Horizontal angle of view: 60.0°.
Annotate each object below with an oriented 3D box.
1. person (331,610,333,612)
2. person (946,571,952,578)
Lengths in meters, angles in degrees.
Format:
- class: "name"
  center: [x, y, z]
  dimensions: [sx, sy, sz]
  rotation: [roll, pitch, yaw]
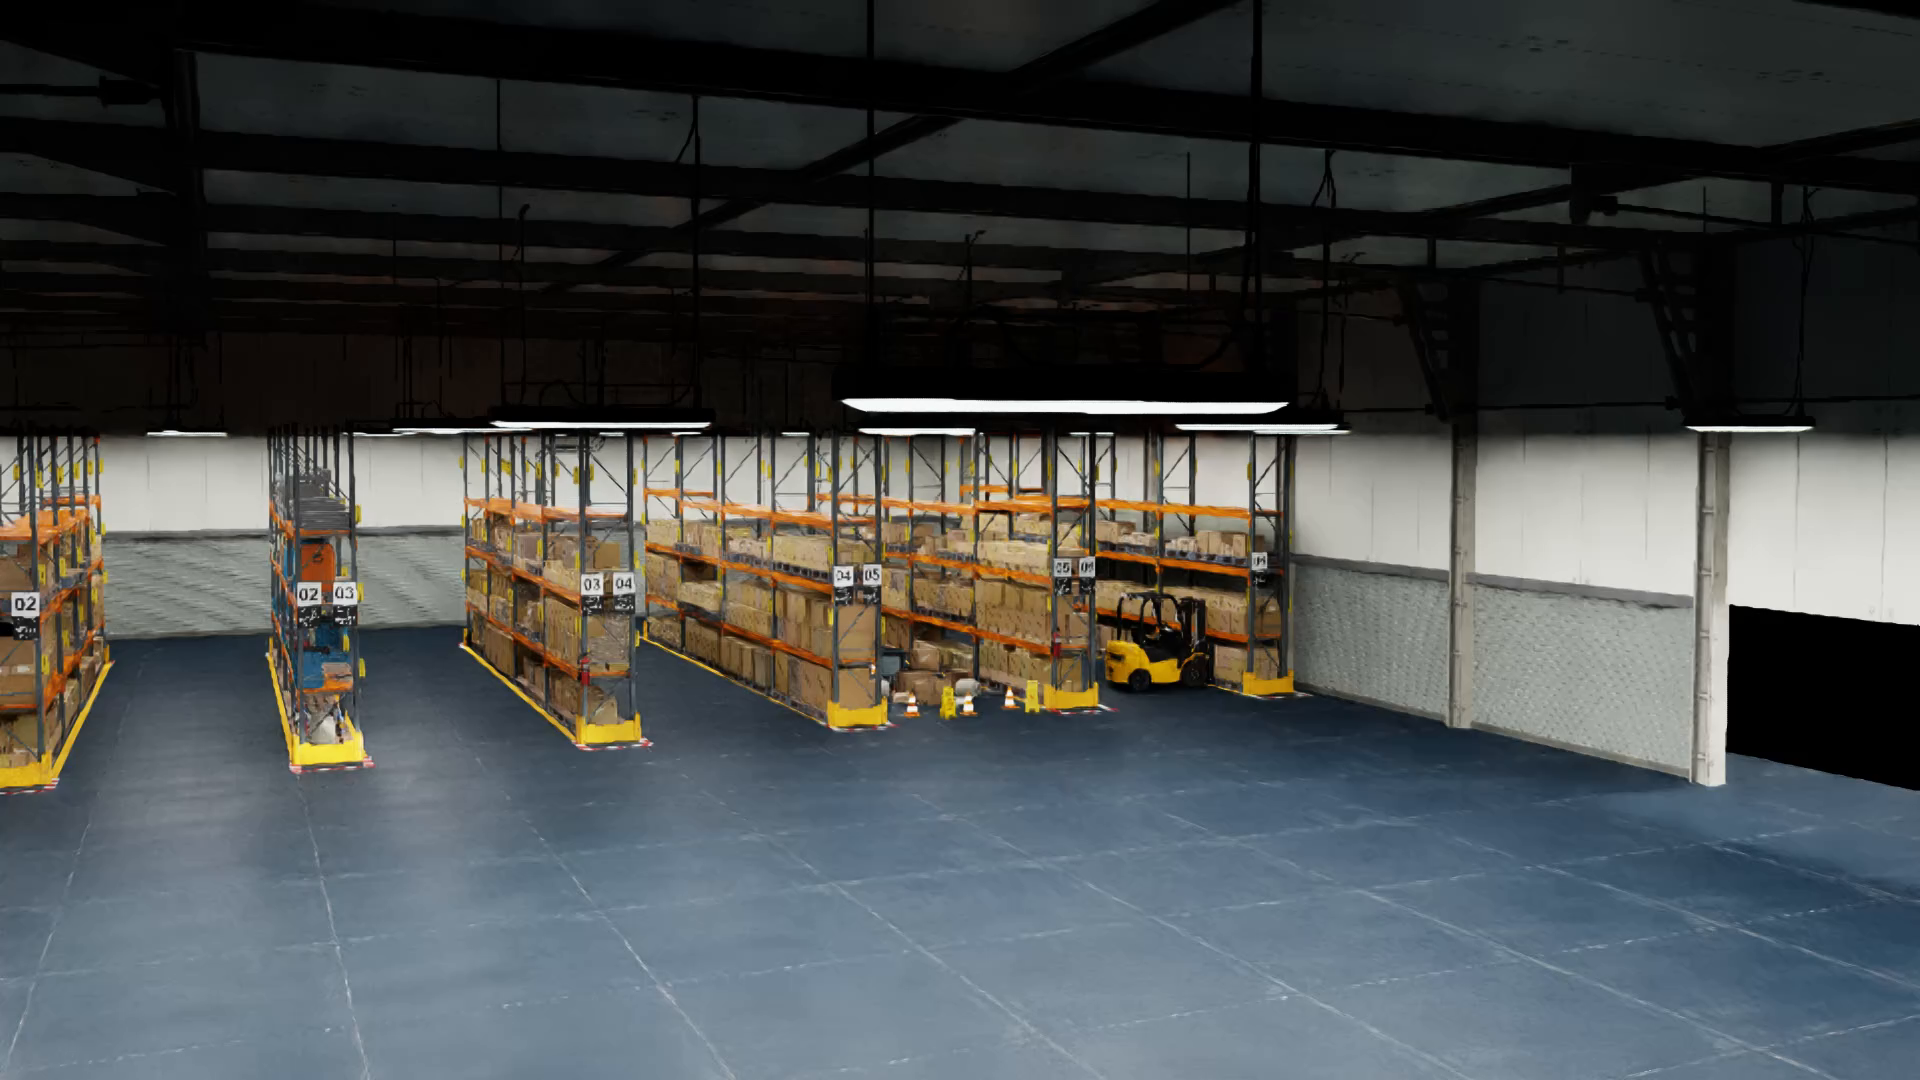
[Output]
- class: "person"
  center: [-15.840, 2.238, 42.098]
  dimensions: [0.403, 1.787, 0.687]
  rotation: [-2, 4, -25]
- class: "person"
  center: [-0.371, 1.791, 50.086]
  dimensions: [0.522, 1.715, 0.716]
  rotation: [-2, 4, -27]
